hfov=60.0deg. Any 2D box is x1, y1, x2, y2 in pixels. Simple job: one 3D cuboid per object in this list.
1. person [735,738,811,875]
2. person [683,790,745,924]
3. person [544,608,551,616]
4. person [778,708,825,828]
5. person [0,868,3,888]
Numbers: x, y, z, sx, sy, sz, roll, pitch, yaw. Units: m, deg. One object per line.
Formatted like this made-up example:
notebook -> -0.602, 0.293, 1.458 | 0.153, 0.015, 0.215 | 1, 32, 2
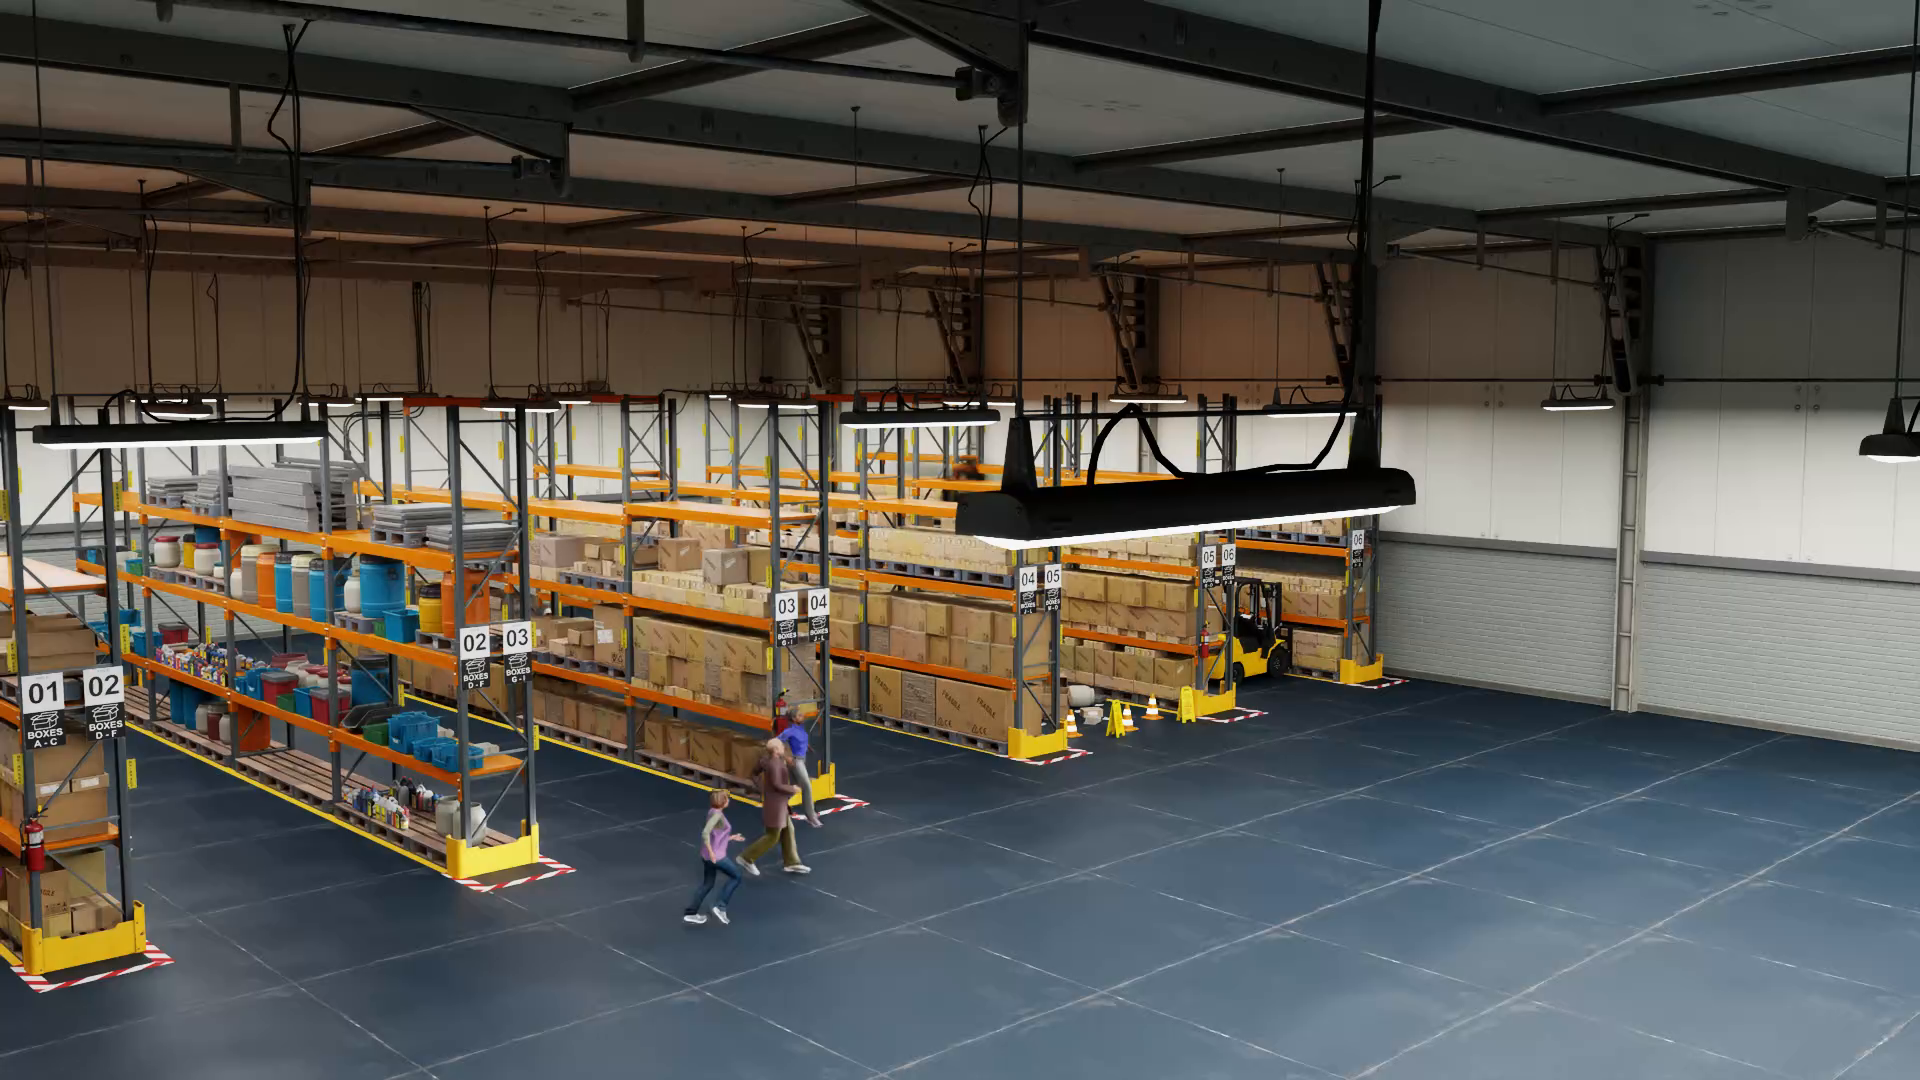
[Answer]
person -> -2.376, 3.403, 21.126 | 0.989, 1.787, 0.704 | -2, 6, -16
person -> -2.842, 3.689, 19.287 | 0.756, 1.571, 0.455 | -3, 6, -25
person -> -8.301, 2.225, 33.593 | 0.668, 1.724, 0.704 | 5, 7, 40
person -> -2.328, 3.233, 23.658 | 0.863, 1.690, 0.634 | 1, 6, 8
person -> -10.175, 3.825, 17.072 | 0.712, 1.809, 0.681 | 2, 6, 15
